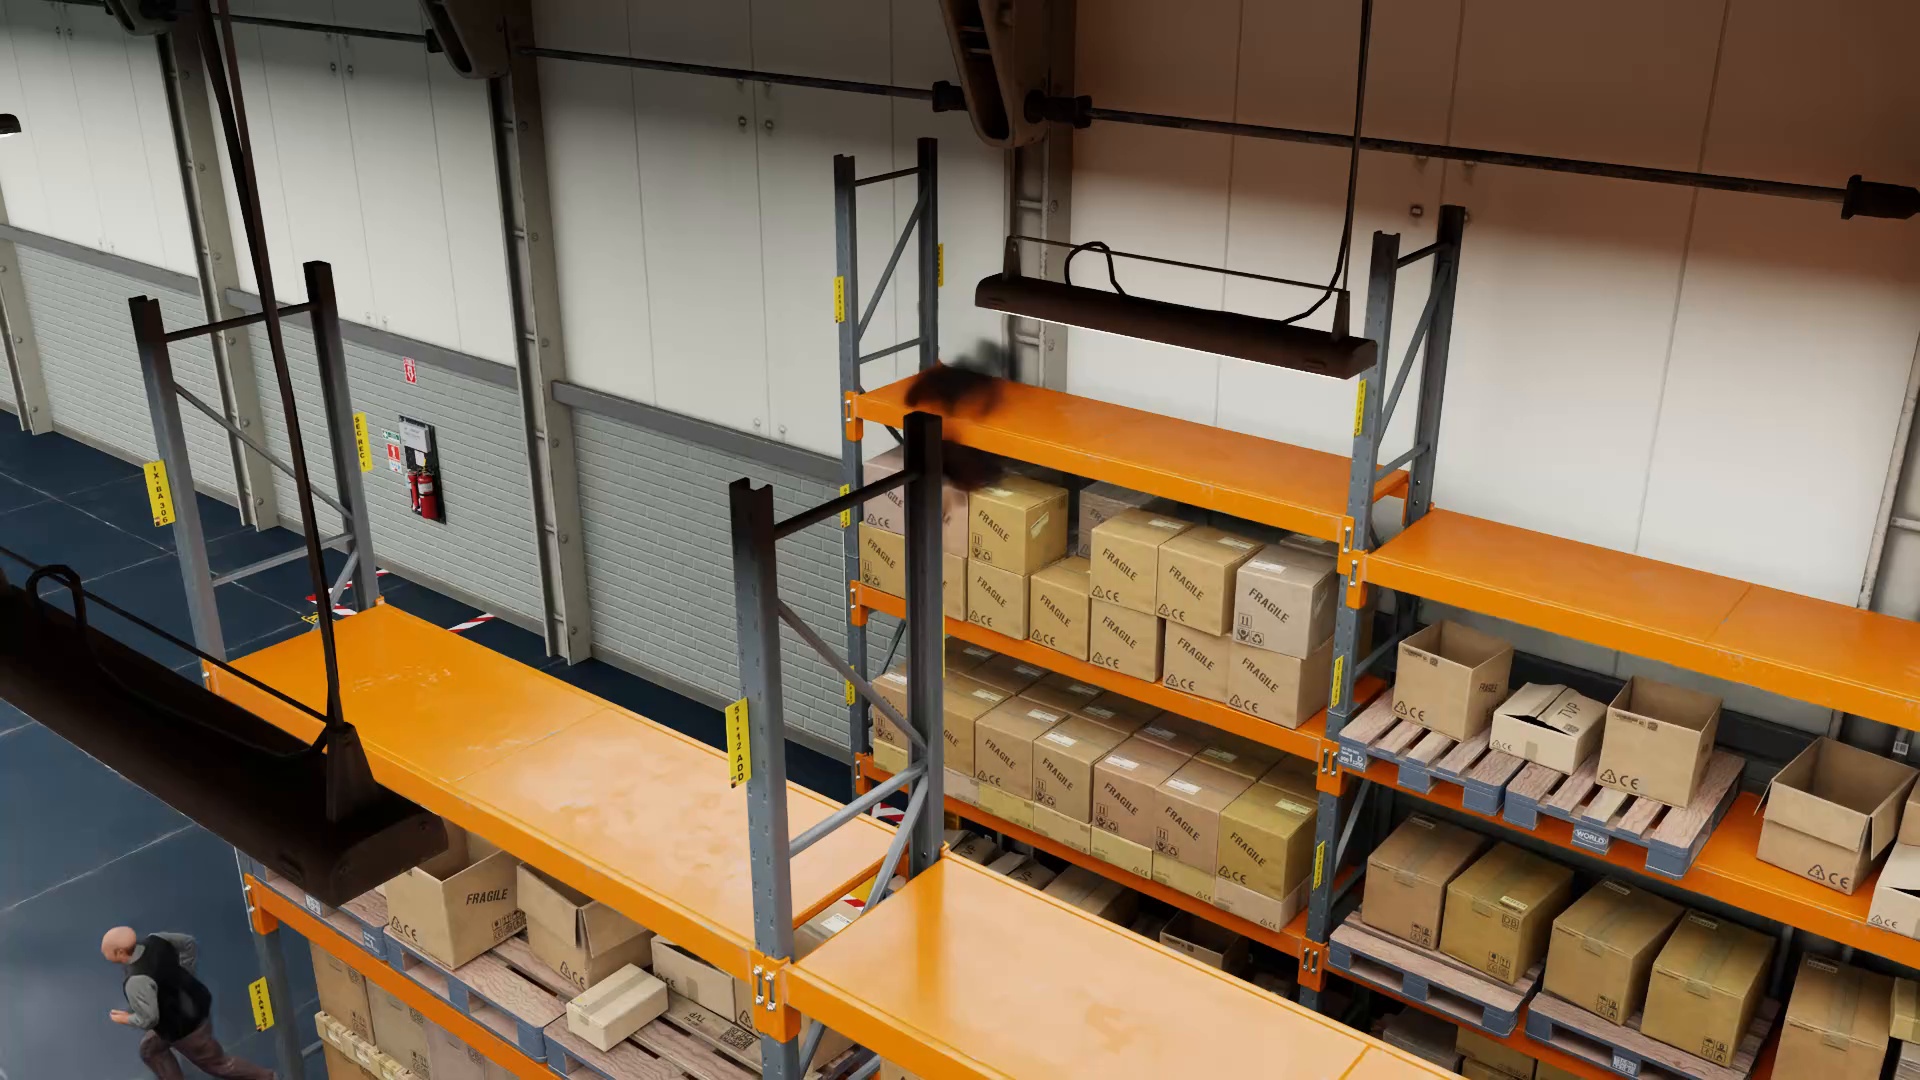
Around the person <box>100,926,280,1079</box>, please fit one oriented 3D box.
[{"bbox_3d":[-5.070,3.205,10.960,0.894,1.665,0.684,-5,23,-12],"label":"person"}]
